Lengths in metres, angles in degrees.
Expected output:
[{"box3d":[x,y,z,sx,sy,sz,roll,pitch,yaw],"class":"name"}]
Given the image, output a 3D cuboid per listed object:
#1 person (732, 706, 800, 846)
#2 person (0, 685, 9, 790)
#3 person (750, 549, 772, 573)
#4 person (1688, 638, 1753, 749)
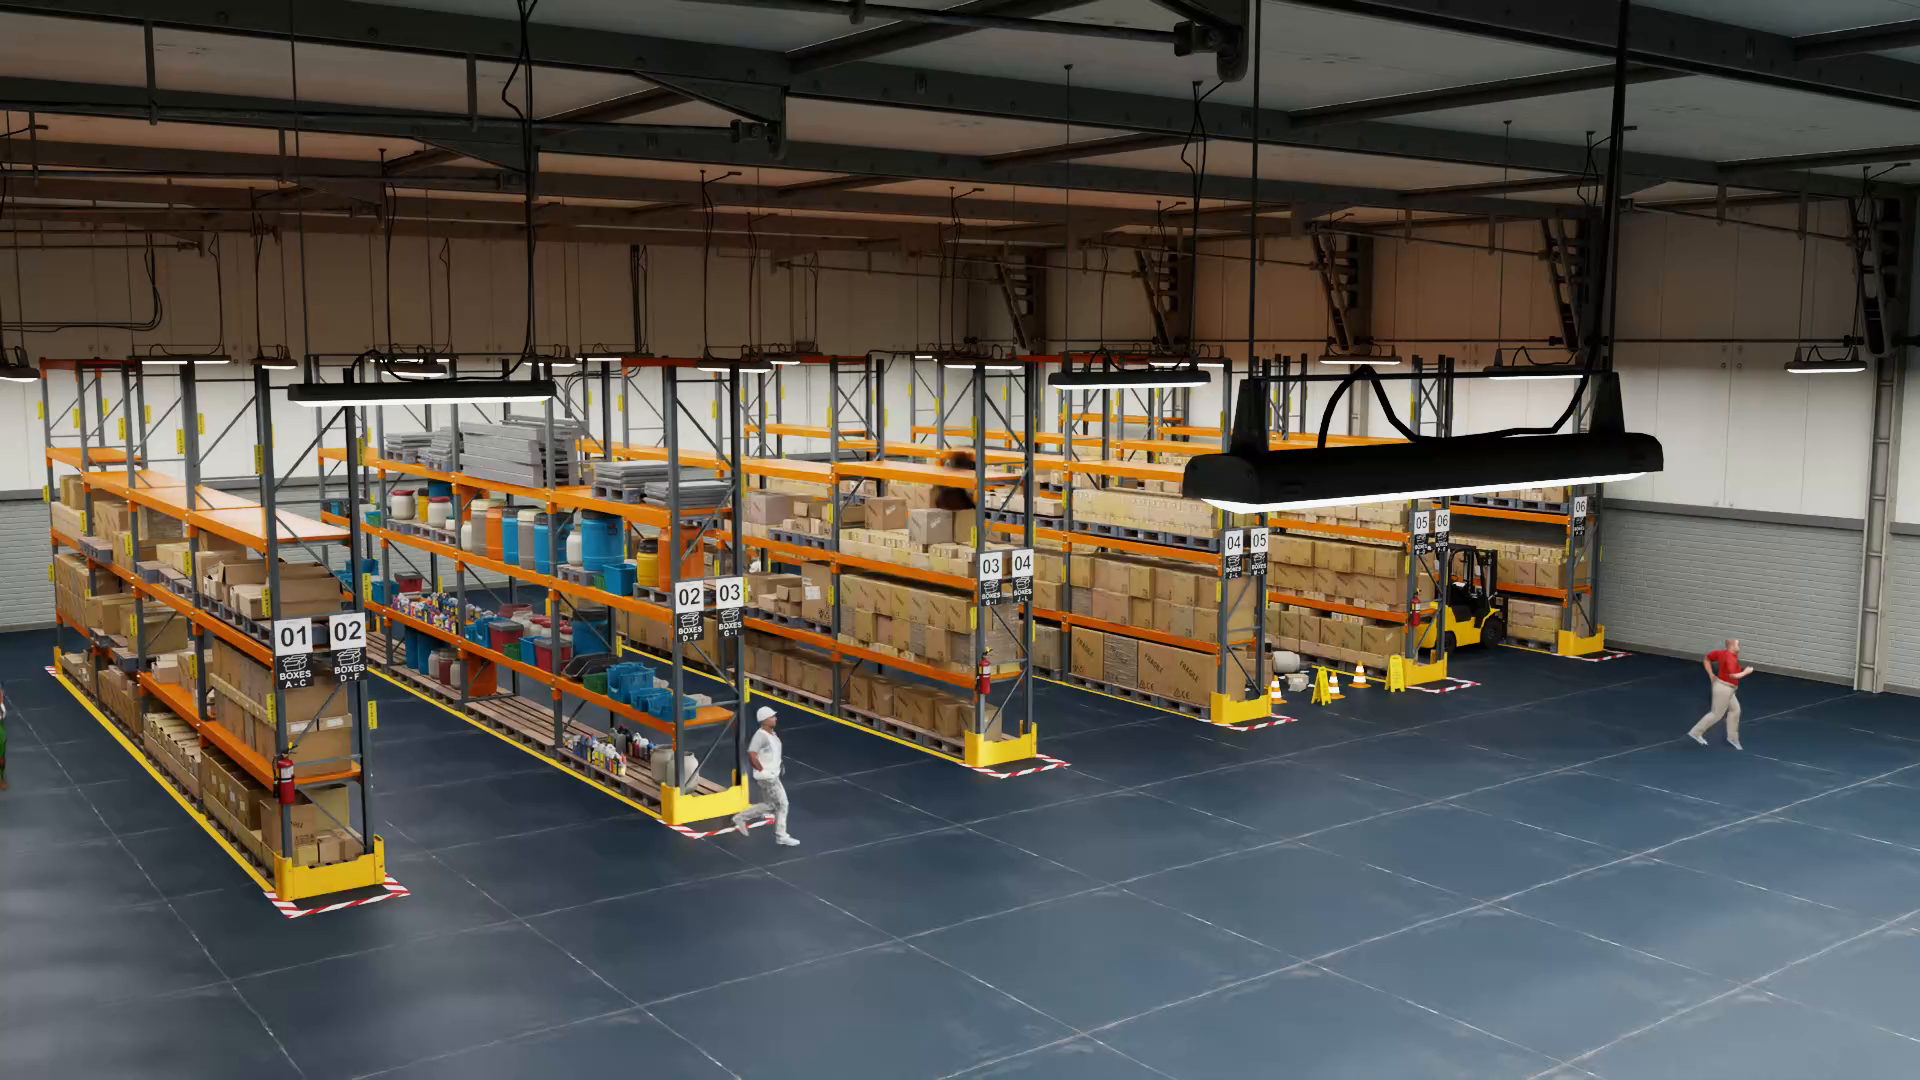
[{"box3d":[-2.450,2.968,20.917,0.857,1.767,0.703,0,7,-1],"class":"person"},{"box3d":[-13.828,2.616,23.563,0.795,1.852,0.681,6,9,39],"class":"person"},{"box3d":[-4.452,1.011,37.140,0.603,1.678,0.939,-4,8,-33],"class":"person"},{"box3d":[11.806,2.407,25.814,0.884,1.817,0.643,2,7,15],"class":"person"}]
